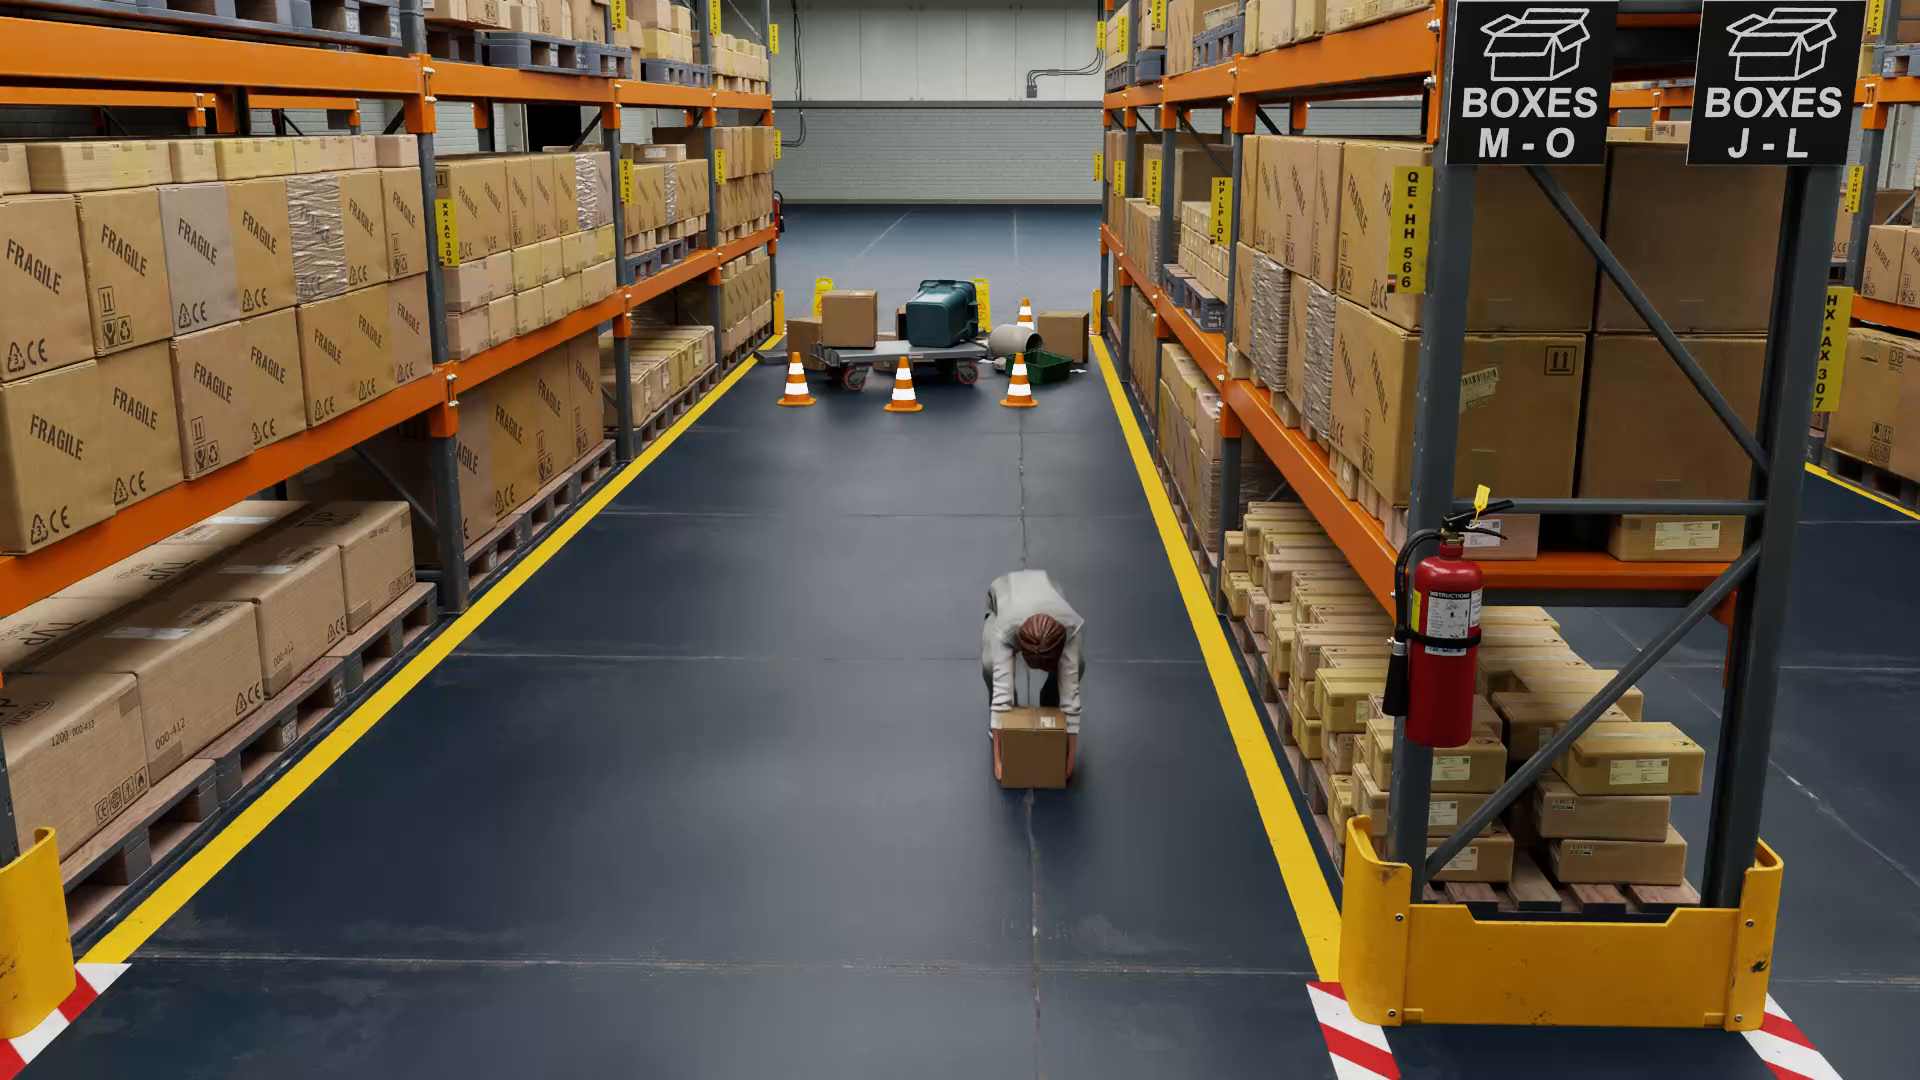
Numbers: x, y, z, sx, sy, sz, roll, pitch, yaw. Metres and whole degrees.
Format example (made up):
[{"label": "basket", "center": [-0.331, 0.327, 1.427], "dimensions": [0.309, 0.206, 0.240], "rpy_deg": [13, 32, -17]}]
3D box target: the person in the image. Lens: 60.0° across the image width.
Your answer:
[{"label": "person", "center": [0.296, 0.525, 6.806], "dimensions": [0.421, 0.738, 0.873], "rpy_deg": [0, 14, -1]}]
